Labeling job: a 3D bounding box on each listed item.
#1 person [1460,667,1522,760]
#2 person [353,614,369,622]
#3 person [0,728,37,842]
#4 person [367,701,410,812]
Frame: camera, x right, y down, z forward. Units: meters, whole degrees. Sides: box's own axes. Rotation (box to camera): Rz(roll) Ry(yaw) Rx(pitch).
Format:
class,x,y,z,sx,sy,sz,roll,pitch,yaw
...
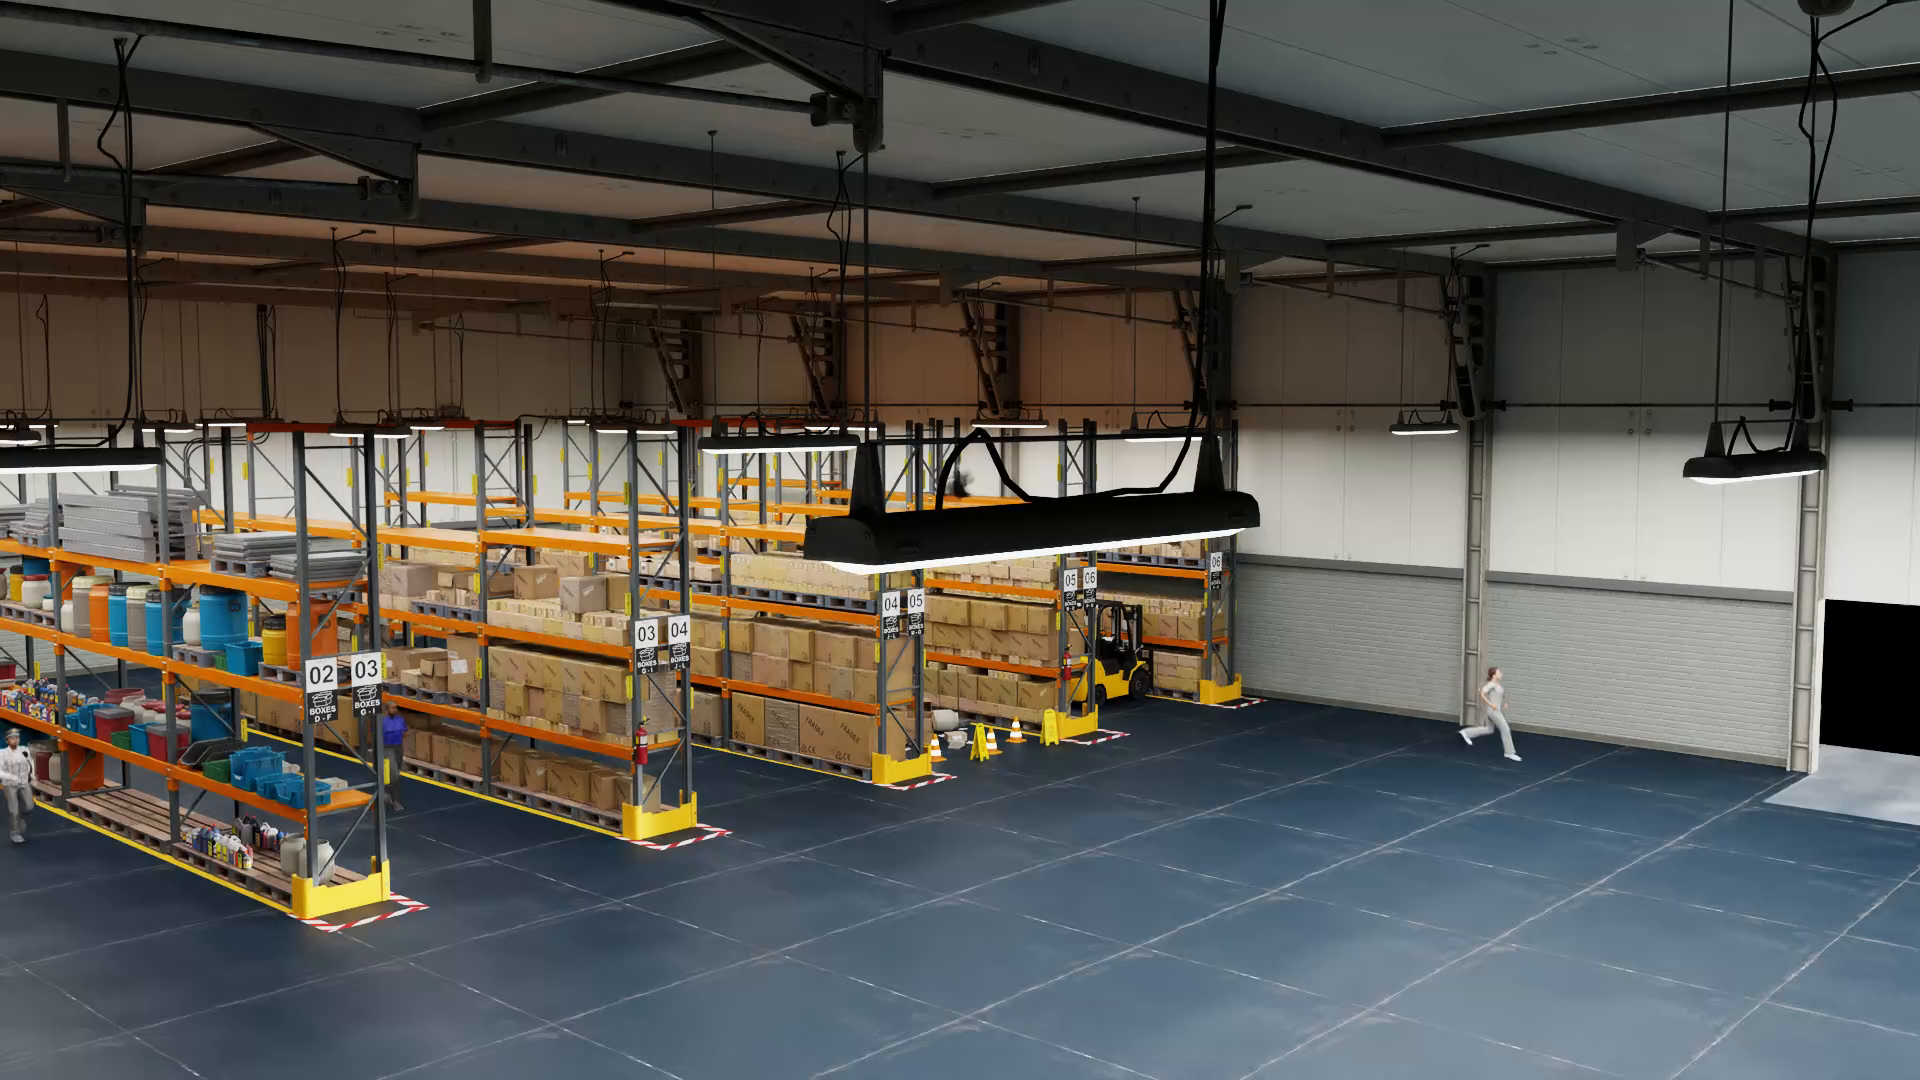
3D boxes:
class,x,y,z,sx,sy,sz,roll,pitch,yaw
person,9.526,3.098,29.804,1.075,1.650,0.540,2,5,21
person,-13.950,2.334,38.813,0.704,1.687,0.659,2,5,22
person,-13.633,3.542,24.059,0.541,1.659,0.607,4,6,40
person,-8.915,3.373,26.086,0.764,1.717,0.549,3,6,34
